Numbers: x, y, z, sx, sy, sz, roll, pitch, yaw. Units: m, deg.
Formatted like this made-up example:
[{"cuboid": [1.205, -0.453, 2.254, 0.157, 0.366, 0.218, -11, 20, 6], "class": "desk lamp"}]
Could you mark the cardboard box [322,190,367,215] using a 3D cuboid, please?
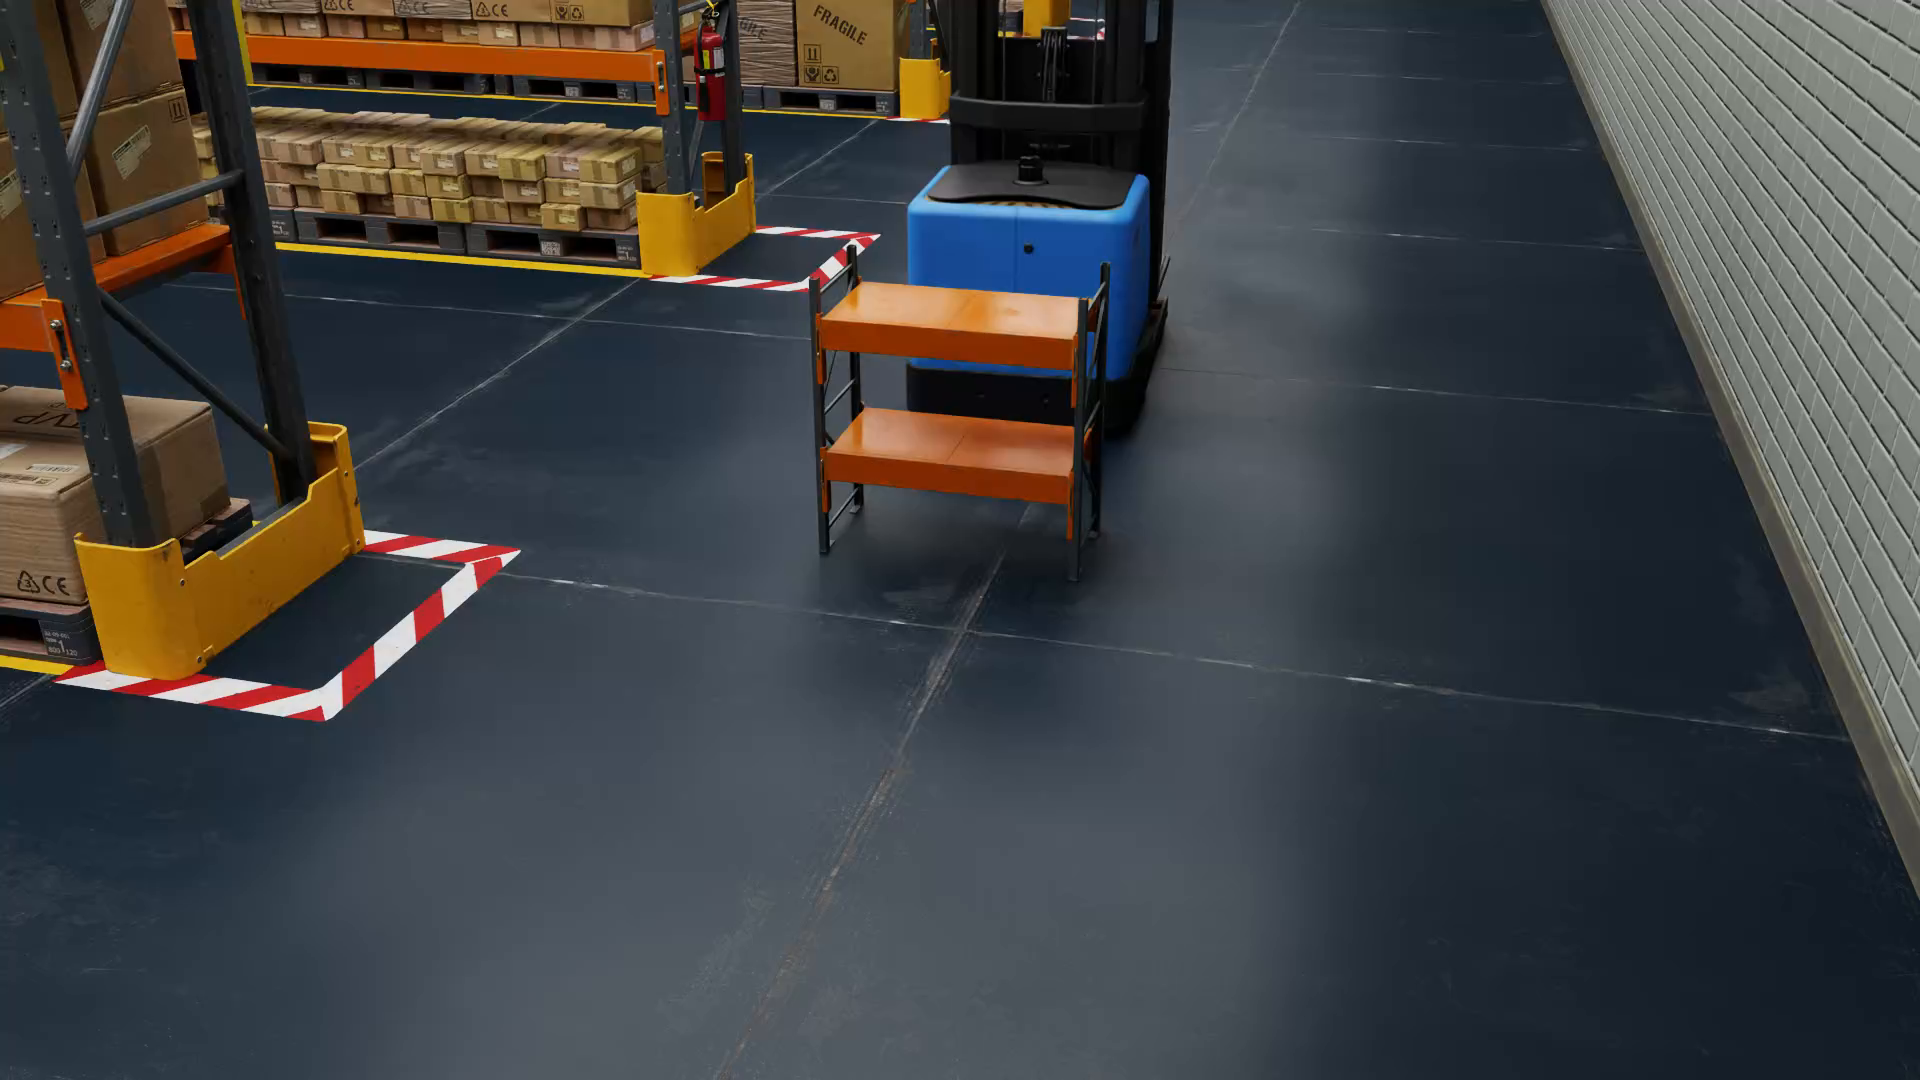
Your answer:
[{"cuboid": [-3.914, -2.234, 10.780, 0.250, 0.149, 0.380, 6, 26, 12], "class": "cardboard box"}]

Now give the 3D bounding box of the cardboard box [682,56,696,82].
[{"cuboid": [-2.630, -4.710, 15.137, 0.875, 0.875, 0.875, 6, 26, 13], "class": "cardboard box"}]

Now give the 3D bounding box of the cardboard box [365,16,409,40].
[{"cuboid": [-3.453, -3.198, 10.270, 0.250, 0.149, 0.380, 7, 26, 14], "class": "cardboard box"}]

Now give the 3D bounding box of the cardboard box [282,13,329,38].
[{"cuboid": [-3.973, -3.225, 10.328, 0.250, 0.149, 0.380, 7, 26, 15], "class": "cardboard box"}]

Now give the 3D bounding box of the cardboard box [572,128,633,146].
[{"cuboid": [-2.300, -2.546, 10.744, 0.250, 0.149, 0.380, 7, 26, 14], "class": "cardboard box"}]

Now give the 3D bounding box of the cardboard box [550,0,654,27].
[{"cuboid": [-2.079, -3.318, 9.768, 0.500, 0.500, 0.500, 7, 26, 14], "class": "cardboard box"}]

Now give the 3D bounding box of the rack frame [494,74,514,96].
[{"cuboid": [-4.121, -5.680, 15.191, 0.127, 3.000, 1.000, 6, 26, 13], "class": "rack frame"}]

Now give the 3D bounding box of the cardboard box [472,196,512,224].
[{"cuboid": [-2.893, -2.140, 10.584, 0.250, 0.149, 0.380, 7, 26, 14], "class": "cardboard box"}]

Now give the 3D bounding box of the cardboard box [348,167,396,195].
[{"cuboid": [-3.688, -2.330, 10.637, 0.250, 0.149, 0.380, 7, 26, 14], "class": "cardboard box"}]

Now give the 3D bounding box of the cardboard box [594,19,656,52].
[{"cuboid": [-1.966, -3.002, 9.858, 0.250, 0.149, 0.380, 6, 26, 13], "class": "cardboard box"}]

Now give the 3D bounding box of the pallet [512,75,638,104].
[{"cuboid": [-3.404, -4.307, 15.551, 1.213, 0.211, 1.003, 6, 26, 13], "class": "pallet"}]

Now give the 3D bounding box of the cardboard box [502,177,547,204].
[{"cuboid": [-2.666, -2.227, 10.421, 0.250, 0.149, 0.380, 5, 26, 11], "class": "cardboard box"}]

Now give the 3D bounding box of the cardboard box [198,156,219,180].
[{"cuboid": [-4.915, -2.501, 10.996, 0.250, 0.149, 0.380, 6, 26, 13], "class": "cardboard box"}]

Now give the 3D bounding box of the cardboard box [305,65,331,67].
[{"cuboid": [-5.611, -5.066, 15.885, 0.875, 0.875, 1.225, 5, 26, 11], "class": "cardboard box"}]

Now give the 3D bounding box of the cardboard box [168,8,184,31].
[{"cuboid": [-4.992, -3.349, 10.588, 0.250, 0.149, 0.380, 7, 26, 15], "class": "cardboard box"}]

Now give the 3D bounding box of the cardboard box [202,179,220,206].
[{"cuboid": [-4.924, -2.327, 10.977, 0.250, 0.149, 0.380, 7, 26, 15], "class": "cardboard box"}]

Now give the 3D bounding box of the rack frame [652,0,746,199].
[{"cuboid": [-1.580, -3.198, 9.978, 0.127, 3.000, 1.000, 6, 26, 13], "class": "rack frame"}]

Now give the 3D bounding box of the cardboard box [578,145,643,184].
[{"cuboid": [-2.156, -2.320, 10.270, 0.250, 0.149, 0.380, 7, 26, 14], "class": "cardboard box"}]

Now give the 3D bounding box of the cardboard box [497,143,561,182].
[{"cuboid": [-2.667, -2.346, 10.323, 0.250, 0.149, 0.380, 6, 26, 12], "class": "cardboard box"}]

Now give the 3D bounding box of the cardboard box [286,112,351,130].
[{"cuboid": [-4.312, -2.773, 11.220, 0.250, 0.149, 0.380, 7, 26, 15], "class": "cardboard box"}]

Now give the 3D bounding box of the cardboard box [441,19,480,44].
[{"cuboid": [-2.945, -3.123, 10.112, 0.250, 0.149, 0.380, 5, 26, 11], "class": "cardboard box"}]

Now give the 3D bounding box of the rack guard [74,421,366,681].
[{"cuboid": [-2.692, 0.005, 6.158, 0.348, 0.500, 1.175, 6, 26, 13], "class": "rack guard"}]

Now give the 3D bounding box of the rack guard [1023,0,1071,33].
[{"cuboid": [1.013, -6.188, 19.166, 0.348, 0.500, 1.175, 6, 26, 13], "class": "rack guard"}]

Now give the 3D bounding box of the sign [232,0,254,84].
[{"cuboid": [-2.571, -1.783, 5.907, 0.005, 0.325, 0.100, 6, 26, 13], "class": "sign"}]

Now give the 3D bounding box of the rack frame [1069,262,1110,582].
[{"cuboid": [0.499, -0.453, 6.392, 0.032, 1.125, 0.500, 6, 26, 13], "class": "rack frame"}]

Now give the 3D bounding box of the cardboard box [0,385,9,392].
[{"cuboid": [-4.267, -0.283, 6.346, 0.875, 0.438, 0.875, 7, 26, 14], "class": "cardboard box"}]

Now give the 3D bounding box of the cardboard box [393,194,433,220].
[{"cuboid": [-3.415, -2.179, 10.666, 0.250, 0.149, 0.380, 7, 26, 14], "class": "cardboard box"}]

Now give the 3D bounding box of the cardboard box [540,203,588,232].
[{"cuboid": [-2.416, -2.055, 10.405, 0.250, 0.149, 0.380, 7, 26, 15], "class": "cardboard box"}]

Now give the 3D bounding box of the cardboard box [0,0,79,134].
[{"cuboid": [-3.241, -1.575, 5.290, 0.500, 0.500, 0.500, 7, 26, 15], "class": "cardboard box"}]

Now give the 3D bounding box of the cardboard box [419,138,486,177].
[{"cuboid": [-3.176, -2.405, 10.449, 0.250, 0.149, 0.380, 7, 26, 15], "class": "cardboard box"}]

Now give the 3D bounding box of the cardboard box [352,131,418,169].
[{"cuboid": [-3.665, -2.496, 10.639, 0.250, 0.149, 0.380, 6, 26, 13], "class": "cardboard box"}]

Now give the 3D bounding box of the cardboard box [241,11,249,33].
[{"cuboid": [-4.459, -3.311, 10.508, 0.250, 0.149, 0.380, 5, 26, 11], "class": "cardboard box"}]

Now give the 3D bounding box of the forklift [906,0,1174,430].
[{"cuboid": [0.543, -2.437, 8.459, 1.130, 2.935, 3.031, 5, 26, 10], "class": "forklift"}]

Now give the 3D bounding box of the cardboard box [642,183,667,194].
[{"cuboid": [-2.008, -2.290, 10.898, 0.250, 0.149, 0.380, 7, 26, 14], "class": "cardboard box"}]

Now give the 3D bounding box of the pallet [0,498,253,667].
[{"cuboid": [-3.509, 0.080, 6.337, 1.213, 0.211, 1.003, 6, 26, 13], "class": "pallet"}]

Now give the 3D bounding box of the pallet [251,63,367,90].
[{"cuboid": [-6.072, -4.602, 16.171, 1.213, 0.211, 1.003, 6, 26, 13], "class": "pallet"}]

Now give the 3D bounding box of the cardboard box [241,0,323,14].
[{"cuboid": [-4.077, -3.529, 10.210, 0.500, 0.500, 0.500, 6, 26, 12], "class": "cardboard box"}]

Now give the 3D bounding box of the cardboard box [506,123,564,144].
[{"cuboid": [-2.773, -2.618, 10.896, 0.250, 0.149, 0.380, 5, 26, 10], "class": "cardboard box"}]

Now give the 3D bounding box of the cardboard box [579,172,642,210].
[{"cuboid": [-2.162, -2.172, 10.305, 0.250, 0.149, 0.380, 6, 26, 12], "class": "cardboard box"}]

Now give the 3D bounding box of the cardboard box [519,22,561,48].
[{"cuboid": [-2.444, -3.065, 9.990, 0.250, 0.149, 0.380, 6, 26, 12], "class": "cardboard box"}]

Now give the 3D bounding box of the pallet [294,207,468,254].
[{"cuboid": [-3.609, -2.180, 11.084, 1.213, 0.211, 1.003, 6, 26, 13], "class": "pallet"}]

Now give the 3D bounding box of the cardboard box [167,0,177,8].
[{"cuboid": [-5.037, -3.648, 10.460, 0.500, 0.500, 0.500, 6, 26, 12], "class": "cardboard box"}]

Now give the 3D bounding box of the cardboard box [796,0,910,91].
[{"cuboid": [-0.886, -4.517, 14.732, 0.875, 0.875, 0.875, 6, 26, 13], "class": "cardboard box"}]

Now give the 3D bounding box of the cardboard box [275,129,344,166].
[{"cuboid": [-4.178, -2.534, 10.718, 0.250, 0.149, 0.380, 7, 26, 14], "class": "cardboard box"}]

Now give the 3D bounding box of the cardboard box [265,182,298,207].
[{"cuboid": [-4.412, -2.316, 10.953, 0.250, 0.149, 0.380, 6, 26, 12], "class": "cardboard box"}]

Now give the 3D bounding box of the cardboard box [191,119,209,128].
[{"cuboid": [-5.172, -2.674, 11.013, 0.250, 0.149, 0.380, 7, 26, 15], "class": "cardboard box"}]

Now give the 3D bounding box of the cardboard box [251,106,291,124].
[{"cuboid": [-4.787, -2.857, 11.396, 0.250, 0.149, 0.380, 7, 26, 14], "class": "cardboard box"}]

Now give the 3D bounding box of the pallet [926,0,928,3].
[{"cuboid": [-0.980, -6.291, 19.718, 1.213, 0.211, 1.003, 6, 26, 13], "class": "pallet"}]

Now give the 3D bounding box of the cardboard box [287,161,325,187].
[{"cuboid": [-4.149, -2.421, 10.827, 0.250, 0.149, 0.380, 8, 26, 15], "class": "cardboard box"}]

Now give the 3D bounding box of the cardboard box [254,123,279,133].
[{"cuboid": [-4.663, -2.613, 10.885, 0.250, 0.149, 0.380, 6, 26, 12], "class": "cardboard box"}]

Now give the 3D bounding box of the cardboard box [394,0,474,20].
[{"cuboid": [-3.070, -3.426, 9.994, 0.500, 0.500, 0.500, 6, 26, 13], "class": "cardboard box"}]

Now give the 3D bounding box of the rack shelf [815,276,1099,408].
[{"cuboid": [0.007, -0.771, 6.381, 1.000, 0.278, 0.538, 6, 26, 13], "class": "rack shelf"}]

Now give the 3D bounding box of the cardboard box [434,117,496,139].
[{"cuboid": [-3.282, -2.699, 11.066, 0.250, 0.149, 0.380, 7, 26, 14], "class": "cardboard box"}]

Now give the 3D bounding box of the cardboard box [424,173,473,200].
[{"cuboid": [-3.171, -2.277, 10.526, 0.250, 0.149, 0.380, 7, 26, 14], "class": "cardboard box"}]

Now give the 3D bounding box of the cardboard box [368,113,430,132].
[{"cuboid": [-3.763, -2.758, 11.190, 0.250, 0.149, 0.380, 5, 26, 11], "class": "cardboard box"}]

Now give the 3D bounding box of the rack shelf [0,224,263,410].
[{"cuboid": [-4.652, -1.016, 6.231, 4.000, 0.370, 1.077, 6, 26, 13], "class": "rack shelf"}]

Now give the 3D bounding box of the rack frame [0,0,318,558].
[{"cuboid": [-2.715, -1.126, 5.626, 0.127, 3.000, 1.000, 6, 26, 13], "class": "rack frame"}]

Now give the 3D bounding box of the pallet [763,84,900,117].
[{"cuboid": [-1.041, -4.046, 15.003, 1.213, 0.211, 1.003, 6, 26, 13], "class": "pallet"}]

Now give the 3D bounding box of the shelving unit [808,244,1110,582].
[{"cuboid": [0.007, -0.507, 6.507, 1.048, 1.125, 0.538, 6, 26, 13], "class": "shelving unit"}]

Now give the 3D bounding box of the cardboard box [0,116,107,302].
[{"cuboid": [-3.248, -1.113, 5.482, 0.500, 0.500, 0.500, 6, 26, 13], "class": "cardboard box"}]
